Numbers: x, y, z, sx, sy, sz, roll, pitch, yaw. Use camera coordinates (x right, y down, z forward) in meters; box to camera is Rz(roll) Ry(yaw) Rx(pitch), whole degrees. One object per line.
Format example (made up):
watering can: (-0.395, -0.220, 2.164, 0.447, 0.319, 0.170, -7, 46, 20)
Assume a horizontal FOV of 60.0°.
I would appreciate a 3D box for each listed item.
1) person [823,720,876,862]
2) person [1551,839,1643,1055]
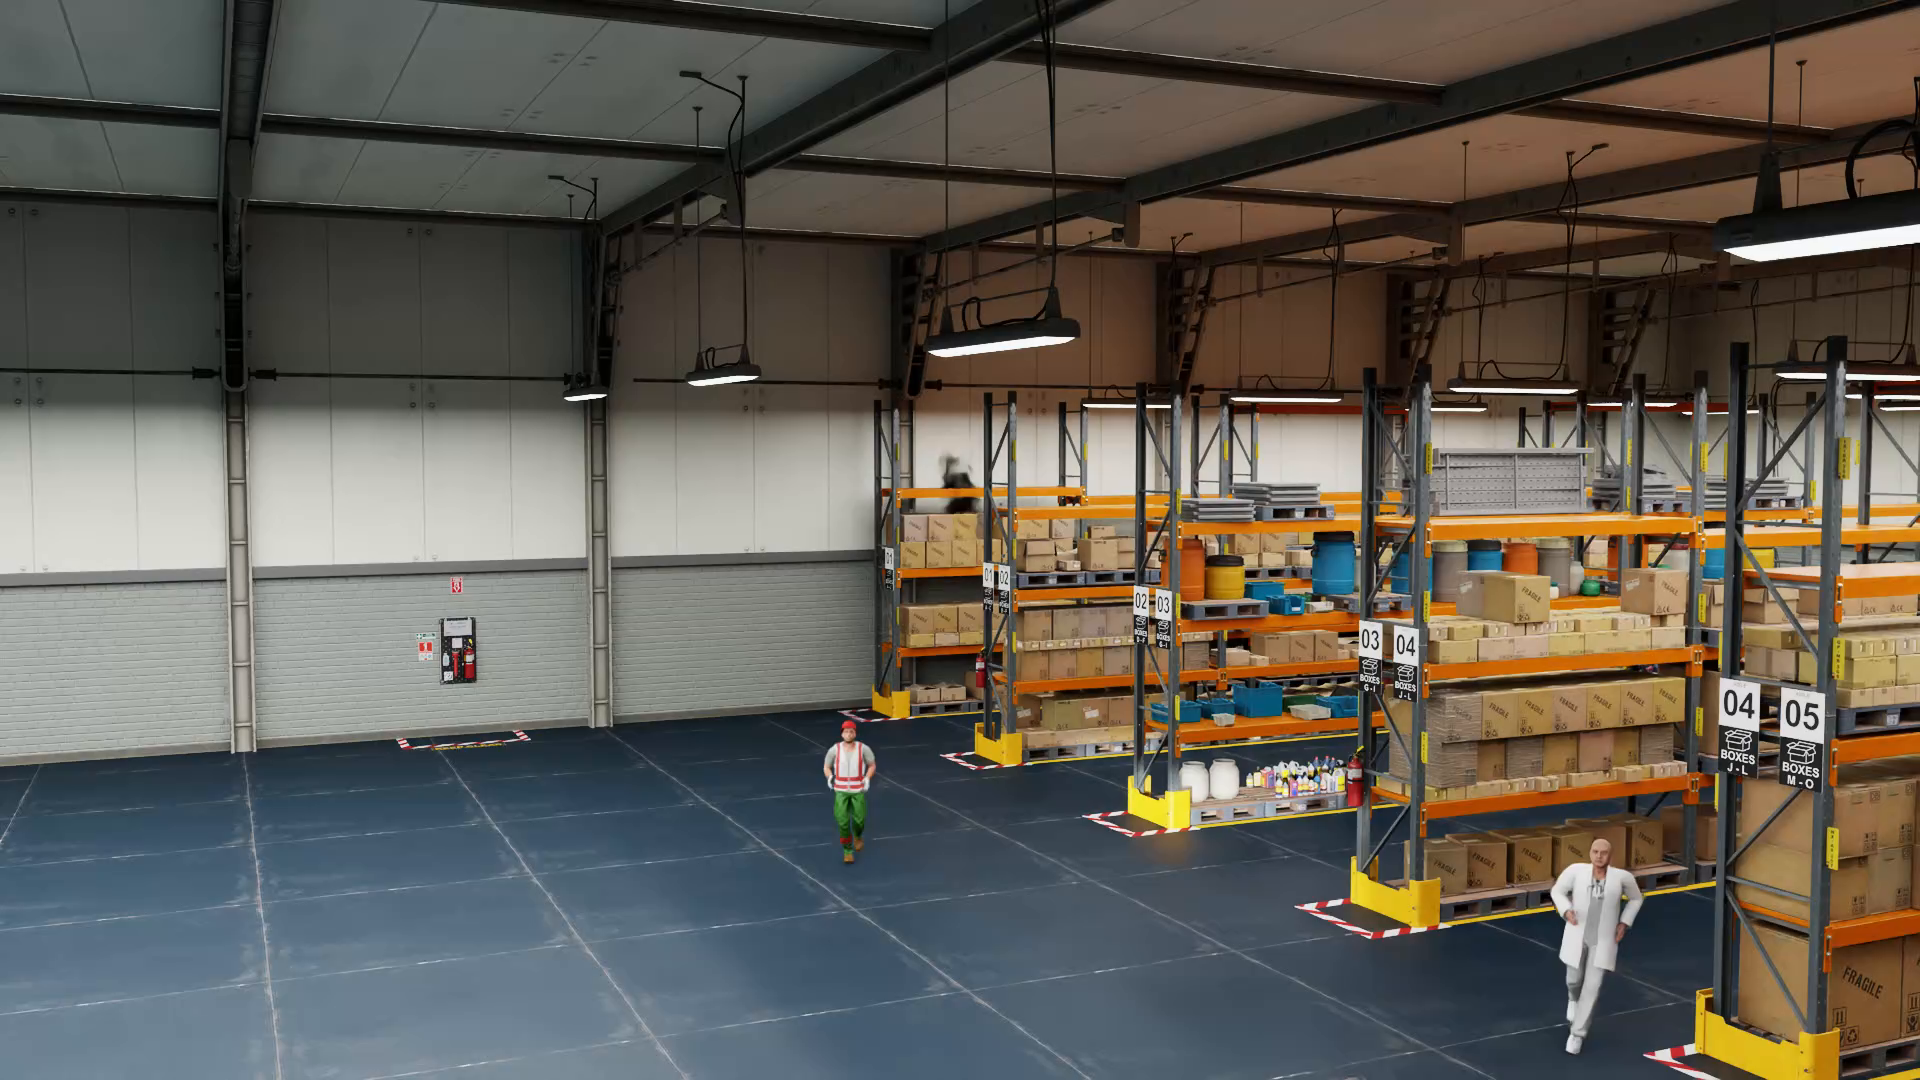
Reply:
person: (-1.366, 3.097, 20.540, 0.652, 1.738, 0.615, 0, 3, -1)
person: (5.480, 3.488, 14.356, 0.732, 1.692, 0.968, 2, 4, 28)
